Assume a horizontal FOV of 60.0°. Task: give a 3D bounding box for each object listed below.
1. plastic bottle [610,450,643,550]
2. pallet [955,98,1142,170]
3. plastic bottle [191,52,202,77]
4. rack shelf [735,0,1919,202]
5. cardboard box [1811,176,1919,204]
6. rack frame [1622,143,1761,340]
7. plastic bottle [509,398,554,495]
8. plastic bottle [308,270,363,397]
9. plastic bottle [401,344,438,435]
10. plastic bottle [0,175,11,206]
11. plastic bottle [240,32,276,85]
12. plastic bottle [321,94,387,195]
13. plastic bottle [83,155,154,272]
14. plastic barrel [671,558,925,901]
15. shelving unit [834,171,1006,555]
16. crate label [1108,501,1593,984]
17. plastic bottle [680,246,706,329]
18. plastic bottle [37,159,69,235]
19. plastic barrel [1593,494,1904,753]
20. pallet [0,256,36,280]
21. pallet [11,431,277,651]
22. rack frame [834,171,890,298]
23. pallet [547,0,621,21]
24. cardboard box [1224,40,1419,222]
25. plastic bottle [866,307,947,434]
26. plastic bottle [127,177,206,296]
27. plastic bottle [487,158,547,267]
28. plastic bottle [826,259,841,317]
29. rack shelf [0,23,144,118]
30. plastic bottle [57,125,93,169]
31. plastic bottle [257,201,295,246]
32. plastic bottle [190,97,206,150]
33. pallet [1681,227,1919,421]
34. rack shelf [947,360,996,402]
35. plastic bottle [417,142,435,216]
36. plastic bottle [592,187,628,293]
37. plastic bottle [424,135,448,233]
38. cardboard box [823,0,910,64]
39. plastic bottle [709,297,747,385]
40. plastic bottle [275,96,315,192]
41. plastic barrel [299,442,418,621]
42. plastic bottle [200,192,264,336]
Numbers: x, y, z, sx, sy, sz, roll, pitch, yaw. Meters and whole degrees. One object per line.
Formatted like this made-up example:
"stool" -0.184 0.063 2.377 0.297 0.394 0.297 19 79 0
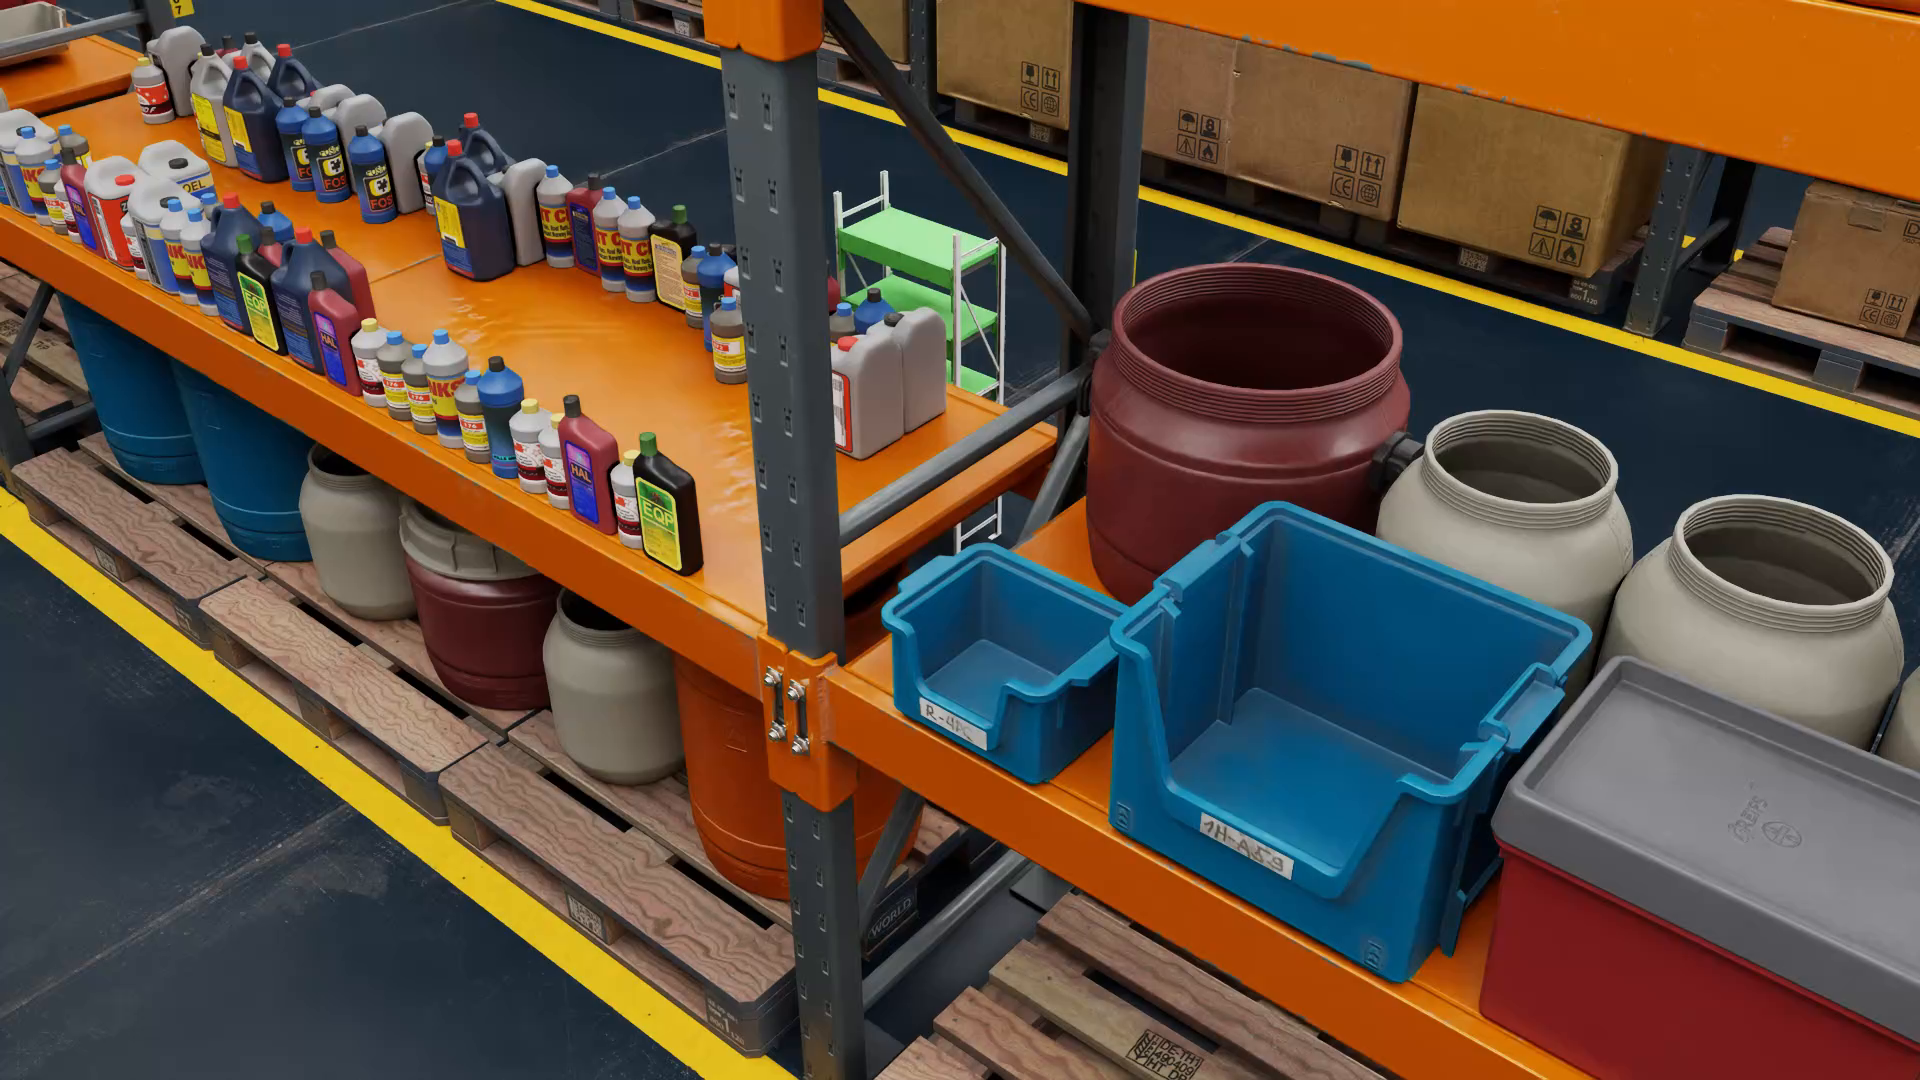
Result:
"plastic bottle" -0.660 -0.090 3.407 0.097 0.201 0.097 0 34 0
"pallet" 0.736 -2.369 9.012 1.213 0.211 1.003 25 42 32
"plastic bottle" -2.457 -1.496 5.454 0.097 0.201 0.097 0 34 0
"rack shelf" 1.537 -0.377 1.634 4.000 0.370 1.077 25 42 32
"cardboard box" 3.703 -1.546 6.509 0.500 0.250 0.500 27 43 34
"rack frame" 3.169 -2.316 6.473 0.127 3.000 1.000 25 42 32
"plastic bottle" -0.913 -0.209 3.580 0.097 0.201 0.097 0 34 0
"plastic bottle" -1.462 -0.488 3.914 0.133 0.283 0.061 25 42 32
"plastic bottle" -1.212 -0.350 3.785 0.097 0.201 0.097 0 34 0
"plastic bottle" -2.787 -1.121 4.846 0.097 0.271 0.097 0 34 0
"plastic bottle" -2.158 -1.399 5.181 0.185 0.351 0.144 25 42 32
"plastic bottle" -1.792 -1.193 4.947 0.135 0.276 0.152 25 42 32
"plastic bottle" -2.250 -0.890 4.506 0.135 0.276 0.152 25 42 32
"plastic barrel" -0.387 0.391 4.078 0.708 0.830 0.600 25 42 32
"shelving unit" -0.127 -0.555 5.498 0.503 1.200 0.258 25 42 32
"crate label" 0.591 0.302 2.629 0.616 0.435 0.502 25 42 32
"plastic bottle" -0.655 -0.646 4.217 0.097 0.201 0.097 0 34 0
"plastic bottle" -2.534 -0.973 4.692 0.097 0.201 0.097 0 34 0
"plastic barrel" 1.251 0.225 2.674 0.421 0.512 0.421 0 34 0
"pallet" -4.605 -1.152 7.240 1.213 0.211 1.003 25 42 32
"pallet" -2.507 -0.163 5.801 1.213 0.211 1.003 25 42 32
"rack frame" -0.315 -0.643 5.626 0.015 1.200 0.240 25 42 32
"pallet" -2.314 -3.809 11.109 1.213 0.211 1.003 25 42 32
"cardboard box" 1.972 -2.198 7.807 0.875 0.875 1.225 25 42 32
"plastic bottle" -0.125 -0.407 3.803 0.135 0.276 0.152 25 42 32
"plastic bottle" -2.072 -0.806 4.383 0.135 0.276 0.152 25 42 32
"plastic bottle" -1.191 -0.910 4.534 0.135 0.276 0.152 25 42 32
"plastic bottle" -0.349 -0.549 4.003 0.133 0.283 0.061 25 42 32
"rack shelf" -4.611 -2.038 6.703 4.000 0.370 1.077 25 42 32
"plastic bottle" -2.615 -1.123 4.911 0.097 0.201 0.097 0 34 0
"plastic bottle" -1.758 -0.742 4.295 0.097 0.271 0.097 0 34 0
"plastic bottle" -2.349 -1.333 5.216 0.097 0.201 0.097 0 34 0
"pallet" 3.769 -0.883 6.849 1.213 0.211 1.003 25 42 32
"rack shelf" -0.127 -0.502 5.534 0.480 0.148 0.258 25 42 32
"plastic bottle" -1.507 -1.048 4.802 0.097 0.201 0.097 0 34 0
"plastic bottle" -0.907 -0.794 4.370 0.097 0.271 0.097 0 34 0
"plastic bottle" -1.444 -1.002 4.673 0.097 0.271 0.097 0 34 0
"cardboard box" -0.361 -3.336 9.464 0.875 0.875 0.875 25 42 32
"plastic bottle" -0.546 -0.483 3.979 0.097 0.201 0.097 0 34 0
"plastic bottle" -1.961 -1.179 4.930 0.097 0.271 0.097 0 34 0
"plastic barrel" -1.746 -0.053 5.004 0.421 0.512 0.421 0 34 0
"plastic bottle" -1.802 -0.707 4.173 0.185 0.351 0.144 25 42 32
